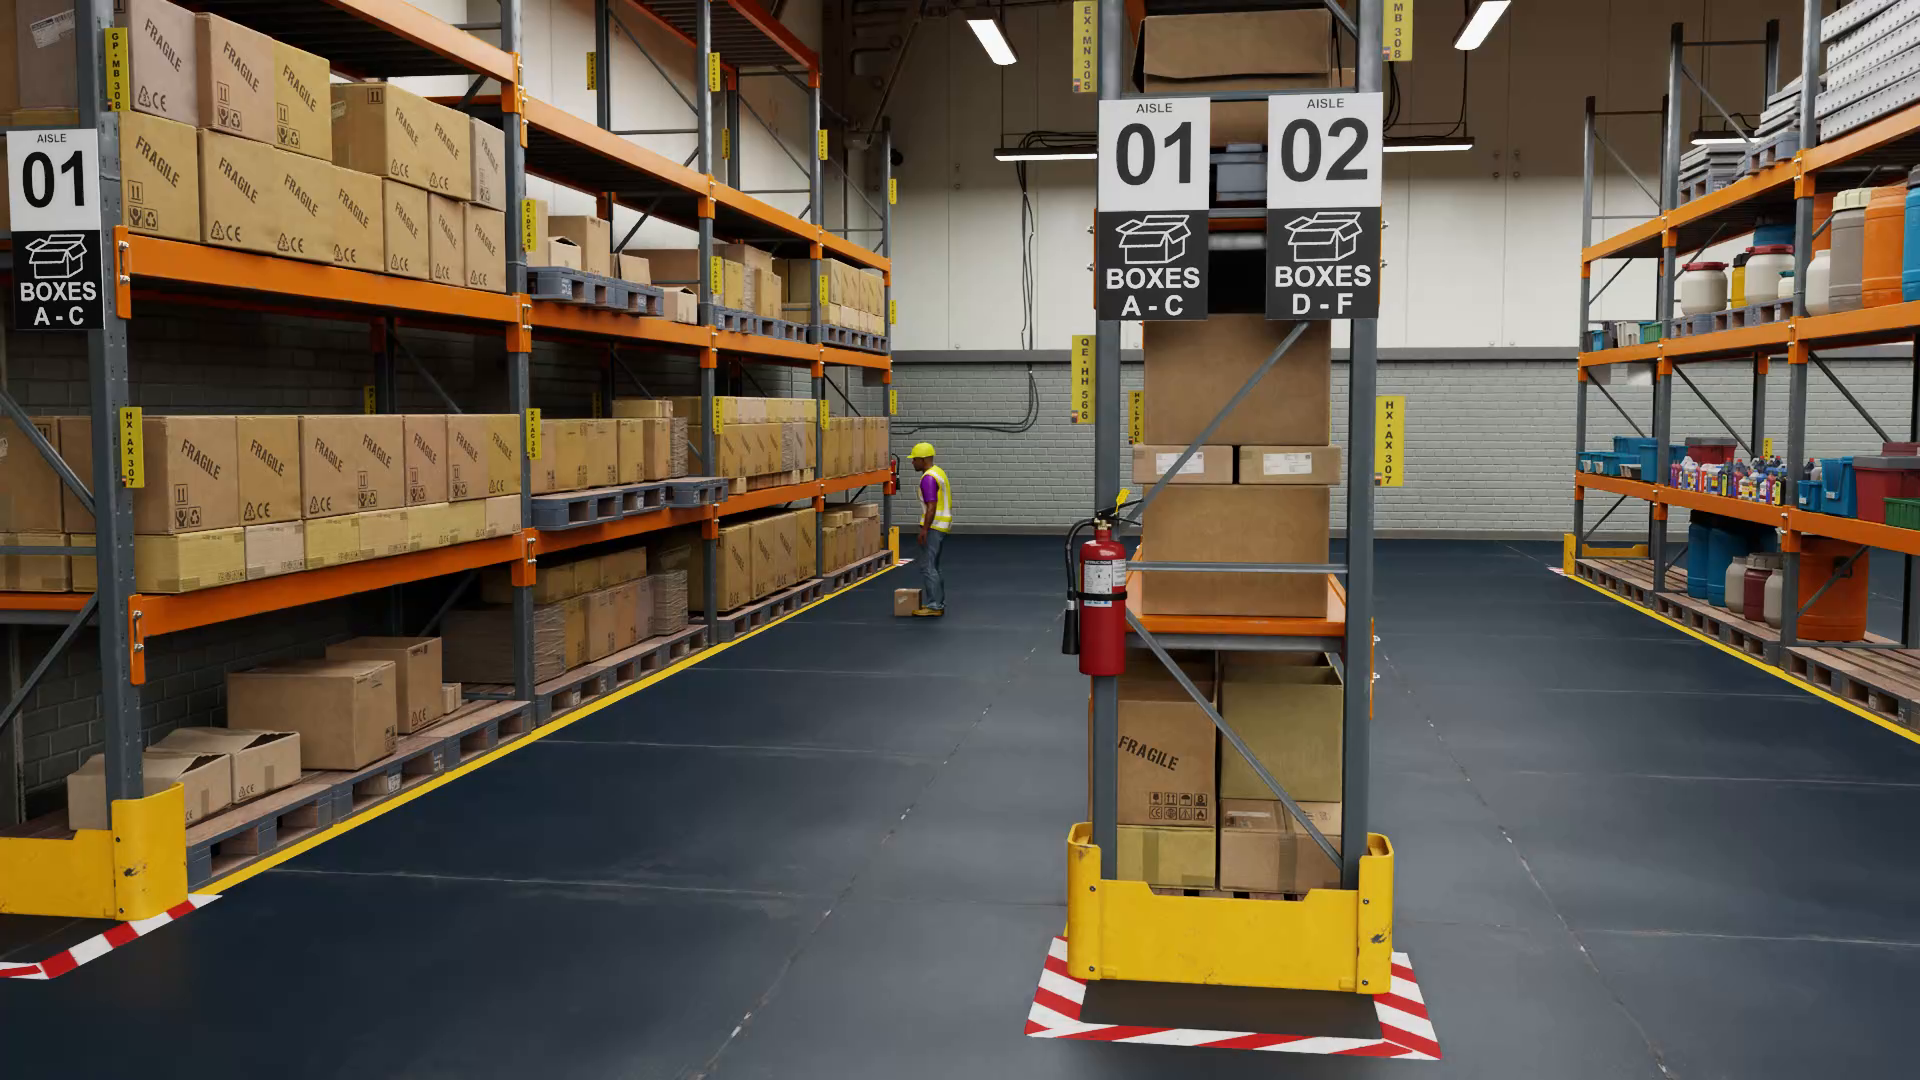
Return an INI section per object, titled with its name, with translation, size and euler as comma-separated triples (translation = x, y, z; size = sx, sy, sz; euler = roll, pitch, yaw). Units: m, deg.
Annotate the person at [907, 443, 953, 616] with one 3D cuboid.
[person]
translation = -0.307, -0.112, 16.972
size = 0.459, 1.761, 0.626
euler = 1, 4, 8
